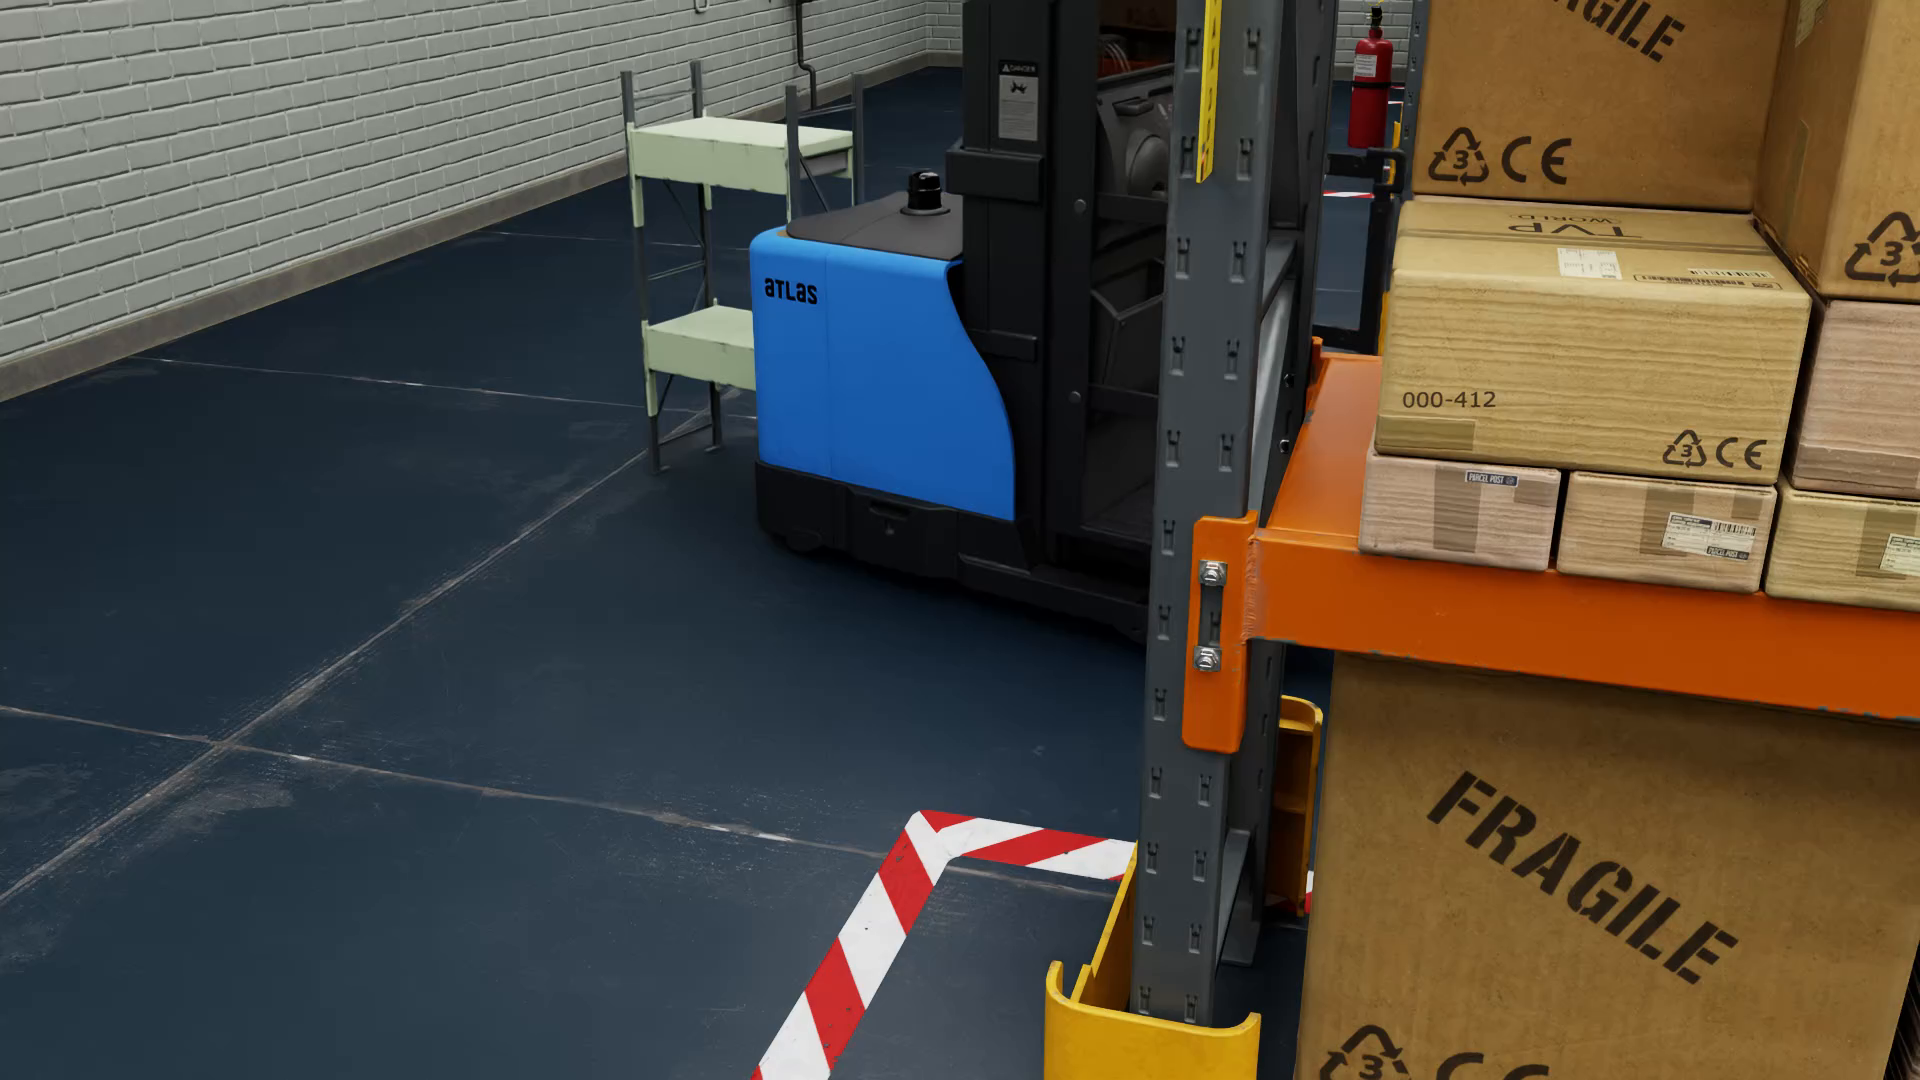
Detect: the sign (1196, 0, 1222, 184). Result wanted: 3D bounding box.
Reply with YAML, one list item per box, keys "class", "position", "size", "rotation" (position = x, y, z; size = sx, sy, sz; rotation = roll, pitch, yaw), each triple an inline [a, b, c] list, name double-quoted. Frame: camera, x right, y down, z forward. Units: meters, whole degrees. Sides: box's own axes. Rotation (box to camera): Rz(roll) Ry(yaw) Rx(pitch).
- class: "sign"
  position: [0.314, -0.616, 2.074]
  size: [0.005, 0.325, 0.100]
  rotation: [7, 23, 16]

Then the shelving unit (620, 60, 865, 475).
- class: "shelving unit"
  position: [-0.763, -0.932, 6.066]
  size: [0.755, 1.500, 0.431]
  rotation: [14, 26, 30]

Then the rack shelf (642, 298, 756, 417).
- class: "rack shelf"
  position: [-0.763, -0.631, 6.190]
  size: [0.720, 0.370, 0.431]
  rotation: [14, 26, 30]

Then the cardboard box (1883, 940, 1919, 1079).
- class: "cardboard box"
  position: [1.987, 0.550, 2.723]
  size: [0.875, 0.875, 0.875]
  rotation: [7, 23, 16]

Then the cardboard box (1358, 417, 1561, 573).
- class: "cardboard box"
  position: [0.724, -0.105, 2.403]
  size: [0.250, 0.149, 0.380]
  rotation: [7, 23, 16]

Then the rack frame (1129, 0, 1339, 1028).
- class: "rack frame"
  position: [0.480, -0.380, 2.743]
  size: [0.127, 3.000, 1.000]
  rotation: [7, 23, 16]

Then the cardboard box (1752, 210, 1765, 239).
- class: "cardboard box"
  position: [1.506, -0.435, 2.684]
  size: [0.500, 0.250, 0.500]
  rotation: [6, 23, 15]

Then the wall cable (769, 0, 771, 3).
- class: "wall cable"
  position: [-1.664, -5.576, 14.073]
  size: [0.122, 1.984, 0.588]
  rotation: [7, 23, 16]

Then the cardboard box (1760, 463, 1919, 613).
- class: "cardboard box"
  position: [1.216, -0.049, 2.268]
  size: [0.250, 0.149, 0.380]
  rotation: [6, 23, 14]

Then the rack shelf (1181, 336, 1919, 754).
- class: "rack shelf"
  position: [2.395, 0.173, 2.345]
  size: [4.000, 0.370, 1.077]
  rotation: [7, 23, 16]

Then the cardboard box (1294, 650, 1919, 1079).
- class: "cardboard box"
  position: [1.116, 0.450, 2.966]
  size: [0.875, 0.875, 0.875]
  rotation: [7, 23, 16]

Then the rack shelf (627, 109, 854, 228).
- class: "rack shelf"
  position: [-0.763, -1.293, 5.918]
  size: [0.720, 0.370, 0.431]
  rotation: [14, 26, 30]

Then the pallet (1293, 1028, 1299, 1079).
- class: "pallet"
  position: [1.268, 0.970, 3.128]
  size: [1.213, 0.211, 1.003]
  rotation: [7, 23, 16]

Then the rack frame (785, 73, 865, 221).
- class: "rack frame"
  position: [-0.456, -0.857, 5.883]
  size: [0.023, 1.500, 0.400]
  rotation: [14, 26, 30]

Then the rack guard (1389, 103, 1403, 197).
- class: "rack guard"
  position: [3.319, -2.826, 12.001]
  size: [0.348, 0.500, 1.175]
  rotation: [7, 23, 16]

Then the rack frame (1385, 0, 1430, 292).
- class: "rack frame"
  position: [2.009, -2.171, 7.109]
  size: [0.127, 3.000, 1.000]
  rotation: [7, 23, 16]

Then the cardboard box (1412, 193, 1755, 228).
- class: "cardboard box"
  position: [1.020, -0.491, 2.820]
  size: [0.500, 0.250, 0.500]
  rotation: [6, 23, 15]

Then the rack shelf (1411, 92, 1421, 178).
- class: "rack shelf"
  position: [3.924, -1.618, 6.711]
  size: [4.000, 0.370, 1.077]
  rotation: [7, 23, 16]

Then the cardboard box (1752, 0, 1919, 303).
- class: "cardboard box"
  position: [1.340, -0.589, 2.071]
  size: [0.500, 0.500, 0.500]
  rotation: [6, 23, 14]

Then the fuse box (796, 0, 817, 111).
- class: "fuse box"
  position: [-1.316, -4.741, 15.073]
  size: [0.414, 1.711, 0.539]
  rotation: [7, 23, 16]

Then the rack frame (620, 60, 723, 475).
- class: "rack frame"
  position: [-1.071, -1.008, 6.250]
  size: [0.023, 1.500, 0.400]
  rotation: [14, 26, 30]

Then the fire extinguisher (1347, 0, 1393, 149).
- class: "fire extinguisher"
  position: [1.901, -2.158, 7.671]
  size: [0.183, 0.674, 0.296]
  rotation: [7, 23, 16]

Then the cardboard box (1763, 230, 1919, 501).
- class: "cardboard box"
  position: [1.361, -0.242, 2.214]
  size: [0.500, 0.250, 0.500]
  rotation: [6, 23, 15]

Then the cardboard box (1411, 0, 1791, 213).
- class: "cardboard box"
  position: [1.022, -0.837, 2.675]
  size: [0.500, 0.500, 0.500]
  rotation: [7, 23, 16]

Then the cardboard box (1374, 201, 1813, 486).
- class: "cardboard box"
  position: [0.861, -0.297, 2.347]
  size: [0.500, 0.250, 0.500]
  rotation: [6, 23, 14]

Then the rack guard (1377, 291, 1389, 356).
- class: "rack guard"
  position: [2.082, -1.006, 7.563]
  size: [0.348, 0.500, 1.175]
  rotation: [7, 23, 16]

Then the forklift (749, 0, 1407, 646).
- class: "forklift"
  position: [0.820, -1.194, 4.818]
  size: [3.031, 2.935, 1.130]
  rotation: [14, 26, 30]

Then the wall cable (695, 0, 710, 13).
- class: "wall cable"
  position: [-2.063, -5.074, 12.808]
  size: [0.123, 1.953, 0.585]
  rotation: [7, 23, 16]

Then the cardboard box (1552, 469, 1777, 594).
- class: "cardboard box"
  position: [0.970, -0.077, 2.336]
  size: [0.250, 0.149, 0.380]
  rotation: [6, 23, 15]

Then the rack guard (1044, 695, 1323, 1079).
- class: "rack guard"
  position: [0.457, 0.774, 3.224]
  size: [0.348, 0.500, 1.175]
  rotation: [7, 23, 16]
